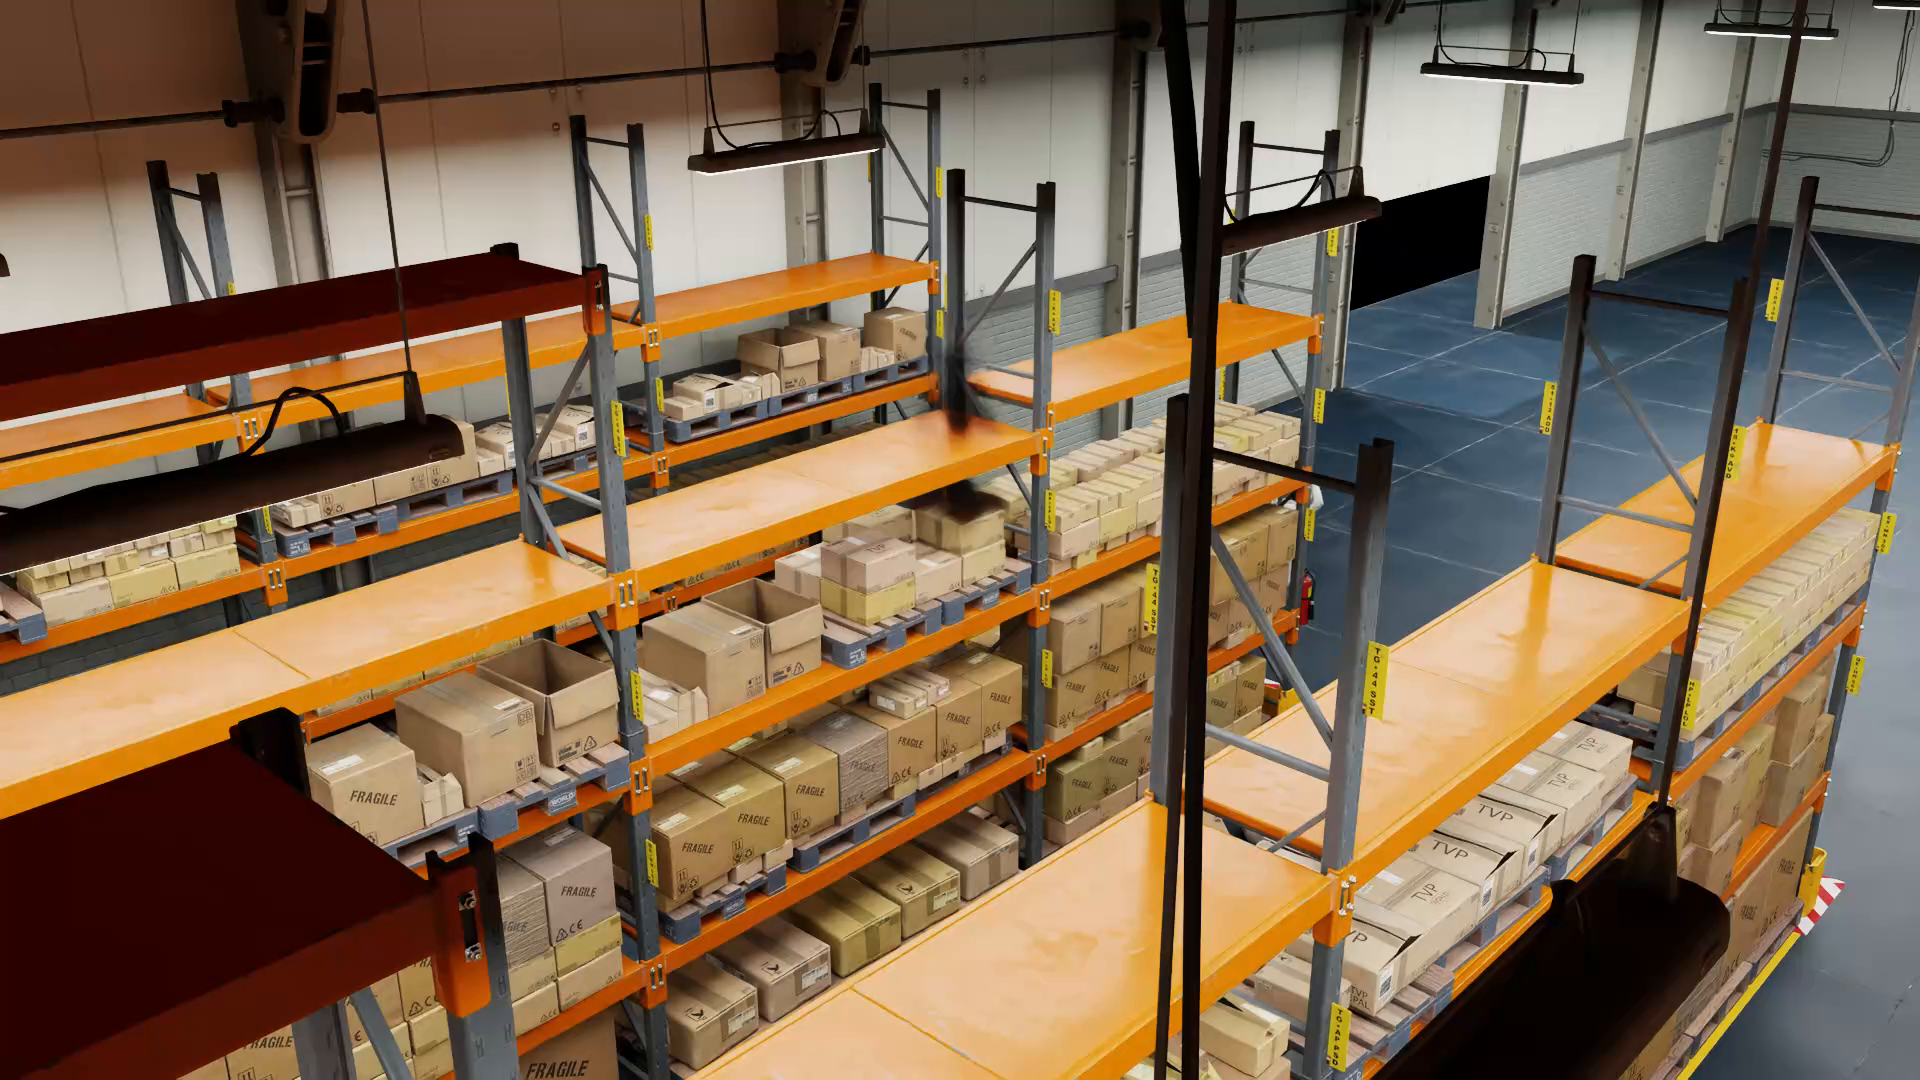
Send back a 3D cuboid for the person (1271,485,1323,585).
[{"bbox_3d":[4.054,-0.146,20.256,0.655,1.629,0.980,7,22,16],"label":"person"}]
